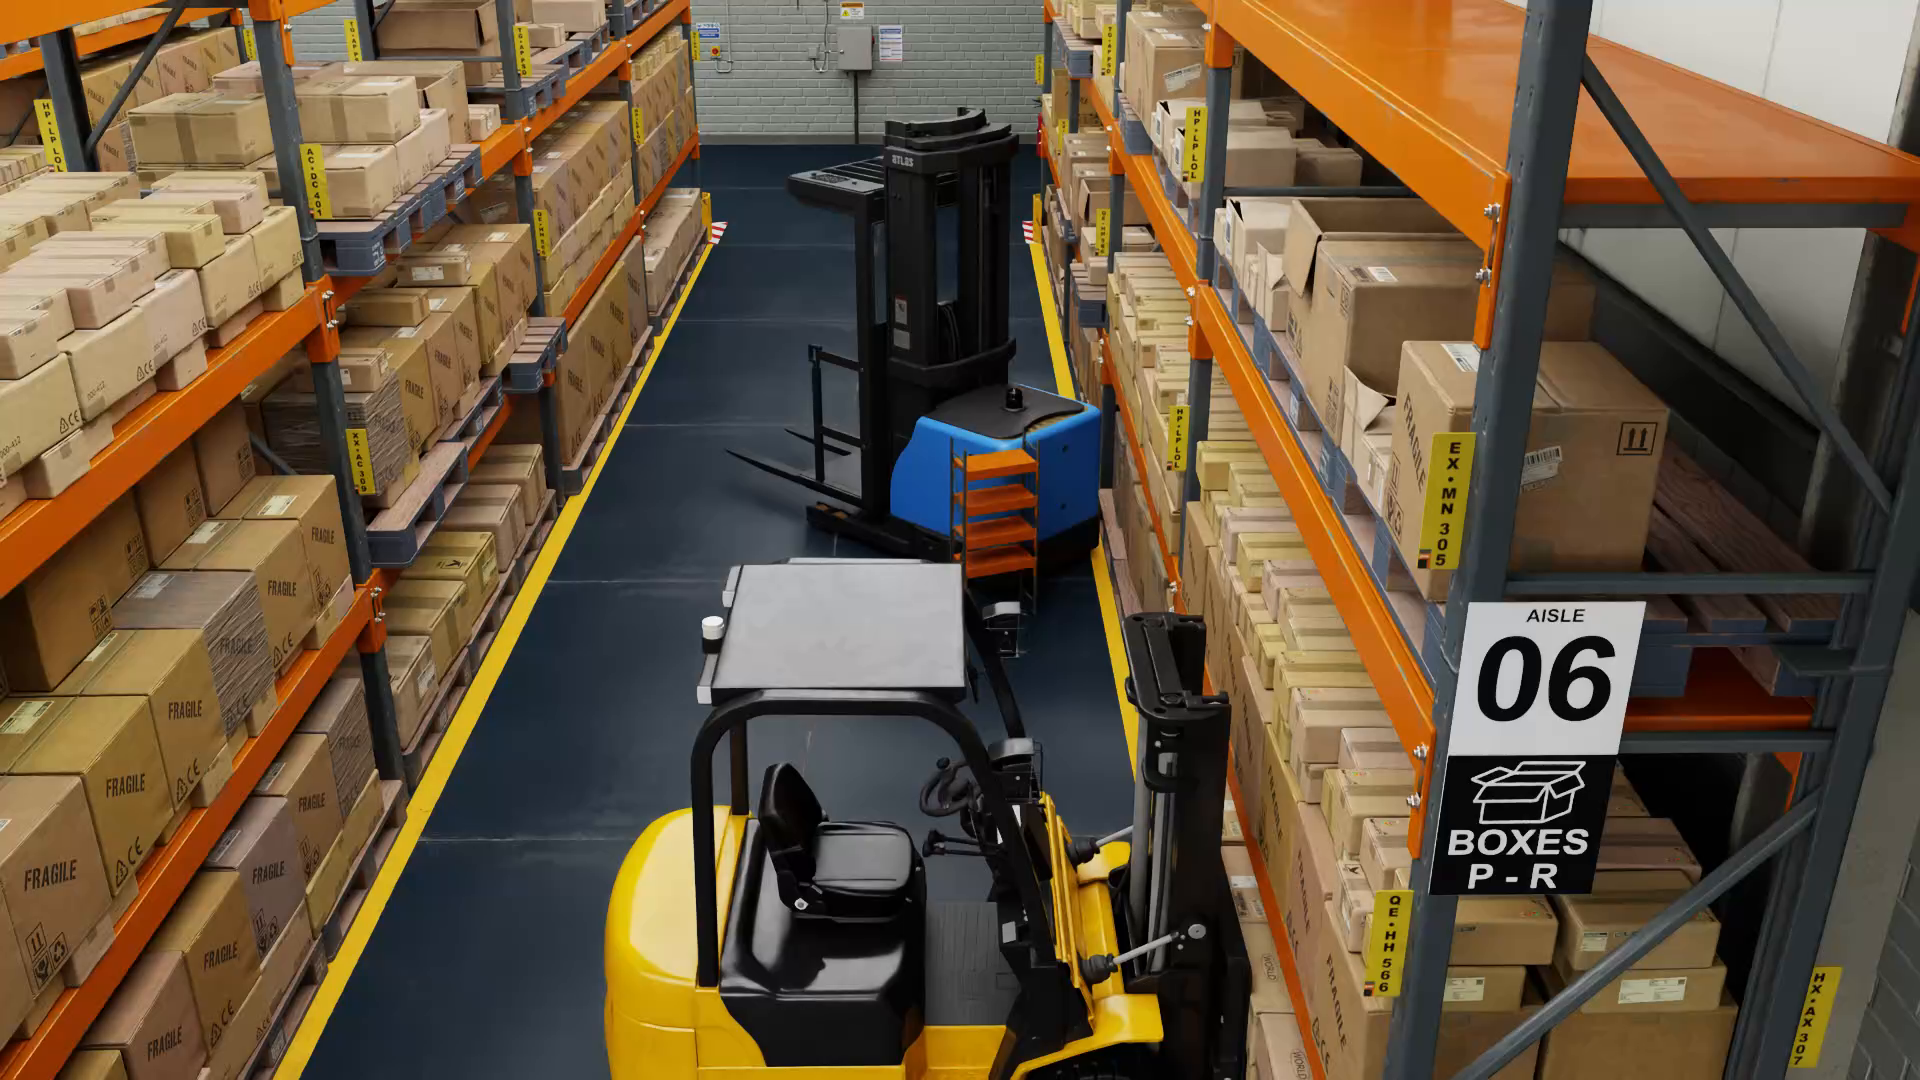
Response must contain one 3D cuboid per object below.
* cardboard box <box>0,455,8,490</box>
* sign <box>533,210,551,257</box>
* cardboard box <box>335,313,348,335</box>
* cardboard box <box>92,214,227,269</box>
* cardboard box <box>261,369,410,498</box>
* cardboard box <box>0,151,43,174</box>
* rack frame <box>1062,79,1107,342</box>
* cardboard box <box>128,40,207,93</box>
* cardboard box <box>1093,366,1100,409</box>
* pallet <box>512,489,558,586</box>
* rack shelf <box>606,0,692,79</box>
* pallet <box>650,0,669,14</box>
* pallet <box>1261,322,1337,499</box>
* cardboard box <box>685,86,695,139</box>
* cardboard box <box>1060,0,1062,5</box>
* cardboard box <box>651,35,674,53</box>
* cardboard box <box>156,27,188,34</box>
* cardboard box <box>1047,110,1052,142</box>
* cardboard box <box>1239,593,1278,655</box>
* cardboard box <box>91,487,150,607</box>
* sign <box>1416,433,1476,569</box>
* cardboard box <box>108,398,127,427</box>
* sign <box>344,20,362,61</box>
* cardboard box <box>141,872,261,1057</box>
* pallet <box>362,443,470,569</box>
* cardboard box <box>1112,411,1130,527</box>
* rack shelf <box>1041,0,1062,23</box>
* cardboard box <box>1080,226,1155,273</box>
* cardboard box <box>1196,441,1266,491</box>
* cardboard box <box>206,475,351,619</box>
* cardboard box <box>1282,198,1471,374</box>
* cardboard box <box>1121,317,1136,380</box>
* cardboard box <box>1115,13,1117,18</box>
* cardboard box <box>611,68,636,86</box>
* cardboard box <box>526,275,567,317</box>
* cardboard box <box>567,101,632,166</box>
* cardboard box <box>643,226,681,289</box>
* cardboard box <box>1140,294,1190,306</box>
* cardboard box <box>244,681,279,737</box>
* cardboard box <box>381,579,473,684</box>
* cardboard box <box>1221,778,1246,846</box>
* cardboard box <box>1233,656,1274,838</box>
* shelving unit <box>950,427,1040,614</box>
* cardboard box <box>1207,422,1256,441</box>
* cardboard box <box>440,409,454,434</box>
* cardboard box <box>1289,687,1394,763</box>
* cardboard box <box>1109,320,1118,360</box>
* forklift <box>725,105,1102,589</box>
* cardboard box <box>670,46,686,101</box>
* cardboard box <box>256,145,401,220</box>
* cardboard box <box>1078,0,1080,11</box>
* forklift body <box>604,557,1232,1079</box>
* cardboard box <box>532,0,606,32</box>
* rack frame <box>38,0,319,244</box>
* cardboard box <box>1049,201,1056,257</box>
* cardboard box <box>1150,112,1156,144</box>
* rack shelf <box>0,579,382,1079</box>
[{"bbox_3d":[-3.078,-0.173,4.673,0.500,0.250,0.500,-1,24,-1],"label":"cardboard box"},{"bbox_3d":[-2.888,-2.117,11.482,0.100,0.325,0.005,0,24,-1],"label":"sign"},{"bbox_3d":[-3.627,-0.950,9.218,0.500,0.500,0.500,1,24,1],"label":"cardboard box"},{"bbox_3d":[-3.038,-1.136,6.319,0.380,0.149,0.250,0,24,1],"label":"cardboard box"},{"bbox_3d":[-3.105,-0.538,8.307,0.500,0.500,0.500,0,24,1],"label":"cardboard box"},{"bbox_3d":[-8.219,-3.276,14.427,0.380,0.149,0.250,-1,24,-2],"label":"cardboard box"},{"bbox_3d":[1.490,-3.291,15.387,1.000,3.000,0.127,0,24,-1],"label":"rack frame"},{"bbox_3d":[-8.192,-4.878,17.200,0.500,0.500,0.500,1,24,2],"label":"cardboard box"},{"bbox_3d":[1.319,-1.075,13.011,0.500,0.500,0.500,-1,24,-1],"label":"cardboard box"},{"bbox_3d":[-3.423,-0.027,11.553,1.003,0.211,1.213,0,24,-1],"label":"pallet"},{"bbox_3d":[-3.496,-5.131,16.687,1.077,0.370,4.000,0,24,-1],"label":"rack shelf"},{"bbox_3d":[-3.483,-5.432,16.589,1.003,0.211,1.213,0,24,-1],"label":"pallet"},{"bbox_3d":[1.622,-0.468,5.613,1.003,0.211,1.213,0,24,-1],"label":"pallet"},{"bbox_3d":[-3.247,-4.764,18.521,0.500,0.500,0.500,0,24,0],"label":"cardboard box"},{"bbox_3d":[1.218,-5.137,15.649,0.500,0.250,0.500,-1,24,-2],"label":"cardboard box"},{"bbox_3d":[-3.238,-5.251,17.598,0.380,0.149,0.250,0,24,1],"label":"cardboard box"},{"bbox_3d":[-8.727,-5.302,18.138,0.500,0.500,0.500,0,24,-1],"label":"cardboard box"},{"bbox_3d":[1.196,-4.402,17.664,0.500,0.250,0.500,-1,24,-2],"label":"cardboard box"},{"bbox_3d":[1.302,0.324,6.485,0.380,0.149,0.250,-1,24,-2],"label":"cardboard box"},{"bbox_3d":[-3.636,-0.008,6.432,0.700,0.500,0.500,-1,24,-2],"label":"cardboard box"},{"bbox_3d":[1.078,-0.084,3.677,0.100,0.325,0.005,0,24,-1],"label":"sign"},{"bbox_3d":[-3.157,-0.457,5.786,0.380,0.149,0.250,0,24,-1],"label":"cardboard box"},{"bbox_3d":[-3.985,-3.258,10.951,0.100,0.325,0.005,0,24,-1],"label":"sign"},{"bbox_3d":[-3.083,1.631,6.420,0.500,0.500,0.500,0,24,0],"label":"cardboard box"},{"bbox_3d":[-3.249,-0.199,8.783,1.003,0.211,1.213,0,24,-1],"label":"pallet"},{"bbox_3d":[1.526,-0.495,11.577,0.875,0.625,0.625,1,24,1],"label":"cardboard box"},{"bbox_3d":[1.468,-5.154,16.740,1.077,0.370,4.000,0,24,-1],"label":"rack shelf"},{"bbox_3d":[1.198,-2.199,12.645,0.500,0.250,0.500,-1,24,-3],"label":"cardboard box"},{"bbox_3d":[1.284,-0.339,7.590,0.380,0.149,0.250,0,24,1],"label":"cardboard box"},{"bbox_3d":[-3.133,0.030,7.562,0.500,0.500,0.500,-1,24,-2],"label":"cardboard box"},{"bbox_3d":[1.493,-0.842,5.576,0.797,0.503,0.637,1,24,1],"label":"cardboard box"},{"bbox_3d":[1.286,-1.197,10.331,0.500,0.250,0.500,-1,24,-2],"label":"cardboard box"},{"bbox_3d":[1.322,-3.722,12.037,0.380,0.149,0.250,-1,24,-1],"label":"cardboard box"},{"bbox_3d":[-3.237,-4.301,15.498,0.380,0.149,0.250,0,24,0],"label":"cardboard box"},{"bbox_3d":[-3.184,-1.754,12.169,0.500,0.250,0.500,-1,24,-1],"label":"cardboard box"},{"bbox_3d":[-3.218,-3.586,14.703,0.500,0.500,0.500,1,24,1],"label":"cardboard box"},{"bbox_3d":[-3.384,-2.920,17.165,0.875,0.438,0.875,-1,24,-2],"label":"cardboard box"},{"bbox_3d":[1.323,-1.425,10.352,0.380,0.149,0.250,0,24,0],"label":"cardboard box"},{"bbox_3d":[-3.064,0.693,6.882,0.380,0.149,0.250,-1,24,-1],"label":"cardboard box"},{"bbox_3d":[-3.406,0.523,9.634,0.950,0.372,0.625,1,24,3],"label":"cardboard box"},{"bbox_3d":[1.281,1.228,7.010,0.500,0.250,0.500,1,24,1],"label":"cardboard box"},{"bbox_3d":[1.334,0.774,6.277,0.500,0.500,0.500,0,24,0],"label":"cardboard box"},{"bbox_3d":[0.214,-0.080,10.468,0.503,1.200,0.258,-9,27,-20],"label":"shelving unit"},{"bbox_3d":[1.351,-0.476,8.253,0.380,0.149,0.250,1,24,1],"label":"cardboard box"},{"bbox_3d":[-3.112,-0.704,9.463,0.380,0.149,0.250,0,24,0],"label":"cardboard box"},{"bbox_3d":[1.300,0.611,5.489,0.380,0.149,0.250,0,24,1],"label":"cardboard box"},{"bbox_3d":[1.294,-1.391,11.367,0.500,0.250,0.500,0,24,0],"label":"cardboard box"},{"bbox_3d":[-0.463,-1.511,11.534,3.031,2.935,1.130,21,32,38],"label":"forklift"},{"bbox_3d":[-3.239,-5.004,17.840,0.500,0.500,0.500,0,24,0],"label":"cardboard box"},{"bbox_3d":[-2.992,-1.703,7.908,0.500,0.250,0.500,-1,24,-2],"label":"cardboard box"},{"bbox_3d":[1.137,-4.260,13.203,0.380,0.149,0.250,0,24,0],"label":"cardboard box"},{"bbox_3d":[-0.224,1.267,6.339,2.313,2.155,1.214,0,24,-1],"label":"forklift body"},{"bbox_3d":[-3.254,-4.423,13.847,0.500,0.311,0.500,0,24,-1],"label":"cardboard box"},{"bbox_3d":[-3.386,-2.704,6.810,1.000,3.000,0.127,0,24,-1],"label":"rack frame"},{"bbox_3d":[1.328,-3.387,18.123,0.700,0.500,0.500,1,24,2],"label":"cardboard box"},{"bbox_3d":[1.253,-2.254,9.127,0.380,0.149,0.250,-1,24,-1],"label":"cardboard box"},{"bbox_3d":[-3.365,1.181,6.372,1.077,0.370,4.000,0,24,-1],"label":"rack shelf"}]
